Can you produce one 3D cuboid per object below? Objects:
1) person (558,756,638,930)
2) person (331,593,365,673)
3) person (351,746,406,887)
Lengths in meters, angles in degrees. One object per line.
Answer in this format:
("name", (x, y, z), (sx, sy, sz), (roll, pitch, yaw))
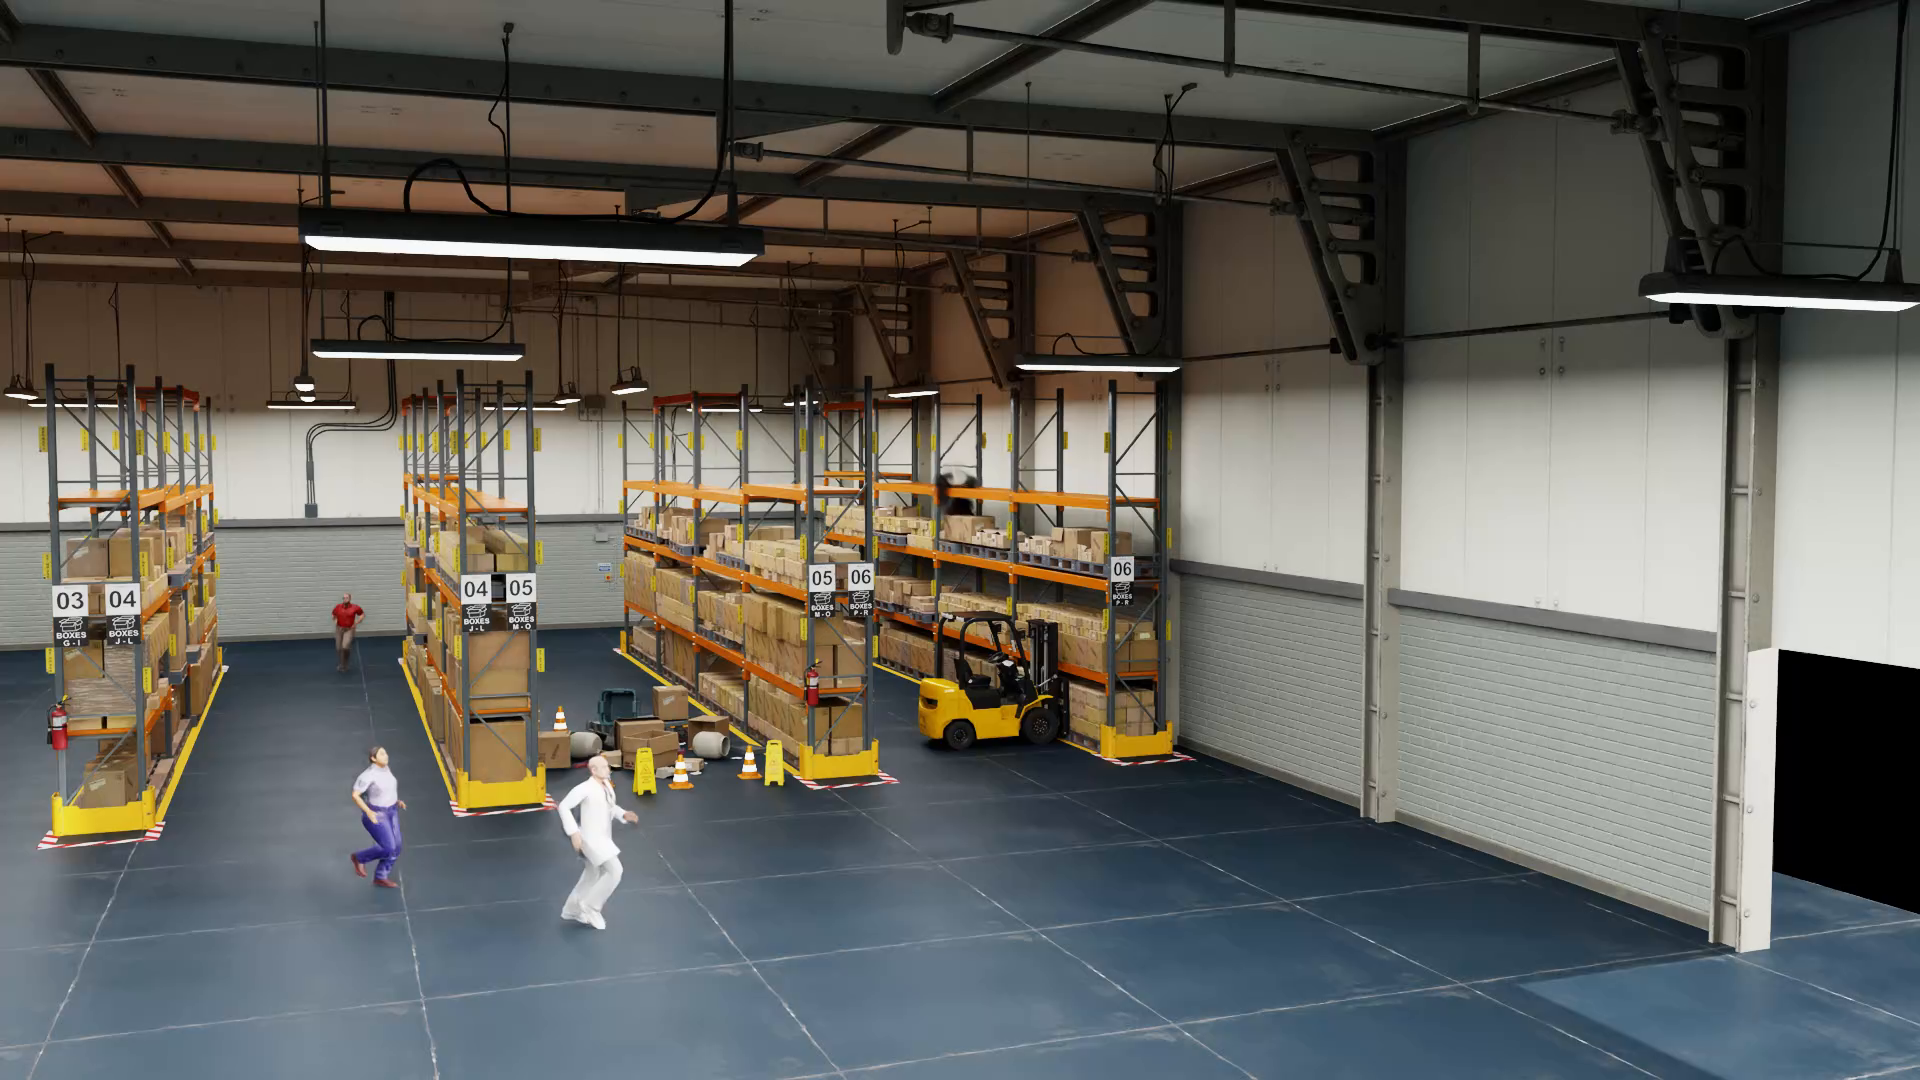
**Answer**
("person", (-3.731, 3.118, 17.148), (0.854, 1.785, 0.672), (1, 3, 9))
("person", (-13.416, 2.047, 36.339), (0.660, 1.767, 0.726), (0, 3, 0))
("person", (-6.557, 3.117, 18.765), (0.550, 1.607, 0.615), (1, 3, 15))
